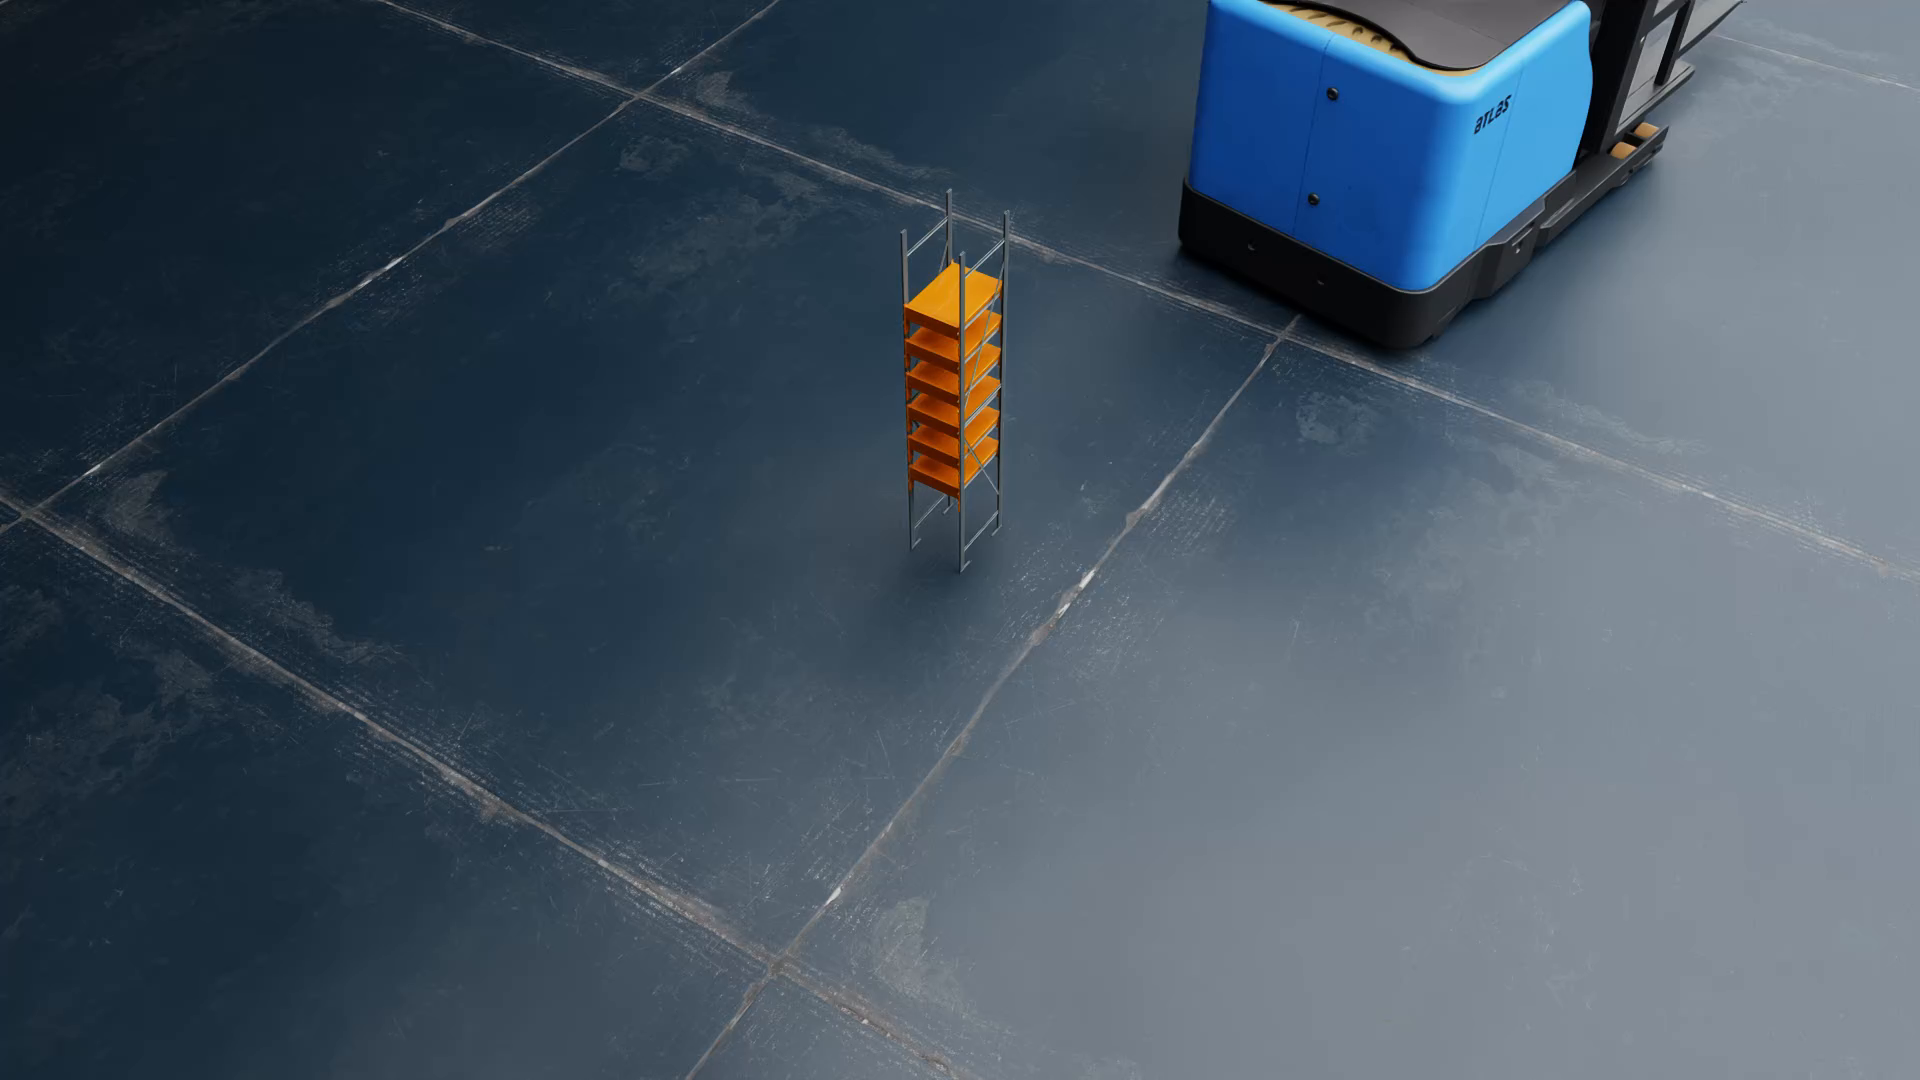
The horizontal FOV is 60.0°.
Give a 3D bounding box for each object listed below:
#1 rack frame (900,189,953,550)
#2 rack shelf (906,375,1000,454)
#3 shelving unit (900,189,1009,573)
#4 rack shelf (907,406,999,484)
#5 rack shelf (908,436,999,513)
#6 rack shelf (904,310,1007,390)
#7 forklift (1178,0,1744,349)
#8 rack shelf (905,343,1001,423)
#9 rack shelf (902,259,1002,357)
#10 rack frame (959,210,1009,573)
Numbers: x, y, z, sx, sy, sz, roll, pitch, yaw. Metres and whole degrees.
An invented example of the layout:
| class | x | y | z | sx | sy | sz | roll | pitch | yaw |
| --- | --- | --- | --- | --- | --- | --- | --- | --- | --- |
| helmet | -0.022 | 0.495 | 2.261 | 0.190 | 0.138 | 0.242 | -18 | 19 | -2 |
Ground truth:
| class | x | y | z | sx | sy | sz | roll | pitch | yaw |
| --- | --- | --- | --- | --- | --- | --- | --- | --- | --- |
| rack frame | -0.089 | -0.459 | 4.860 | 0.006 | 1.200 | 0.240 | 25 | 51 | 22 |
| rack shelf | -0.012 | -0.393 | 4.857 | 0.180 | 0.103 | 0.258 | 25 | 51 | 22 |
| shelving unit | -0.012 | -0.424 | 4.825 | 0.189 | 1.200 | 0.258 | 25 | 51 | 22 |
| rack shelf | -0.012 | -0.309 | 4.943 | 0.180 | 0.103 | 0.258 | 25 | 51 | 22 |
| rack shelf | -0.012 | -0.226 | 5.029 | 0.180 | 0.103 | 0.258 | 25 | 51 | 22 |
| rack shelf | -0.012 | -0.560 | 4.685 | 0.180 | 0.103 | 0.258 | 25 | 51 | 22 |
| forklift | 2.192 | -2.657 | 5.789 | 1.130 | 2.935 | 3.031 | 34 | 55 | 28 |
| rack shelf | -0.012 | -0.476 | 4.771 | 0.180 | 0.103 | 0.258 | 25 | 51 | 22 |
| rack shelf | -0.012 | -0.644 | 4.599 | 0.180 | 0.103 | 0.258 | 25 | 51 | 22 |
| rack frame | 0.065 | -0.388 | 4.791 | 0.006 | 1.200 | 0.240 | 25 | 51 | 22 |
